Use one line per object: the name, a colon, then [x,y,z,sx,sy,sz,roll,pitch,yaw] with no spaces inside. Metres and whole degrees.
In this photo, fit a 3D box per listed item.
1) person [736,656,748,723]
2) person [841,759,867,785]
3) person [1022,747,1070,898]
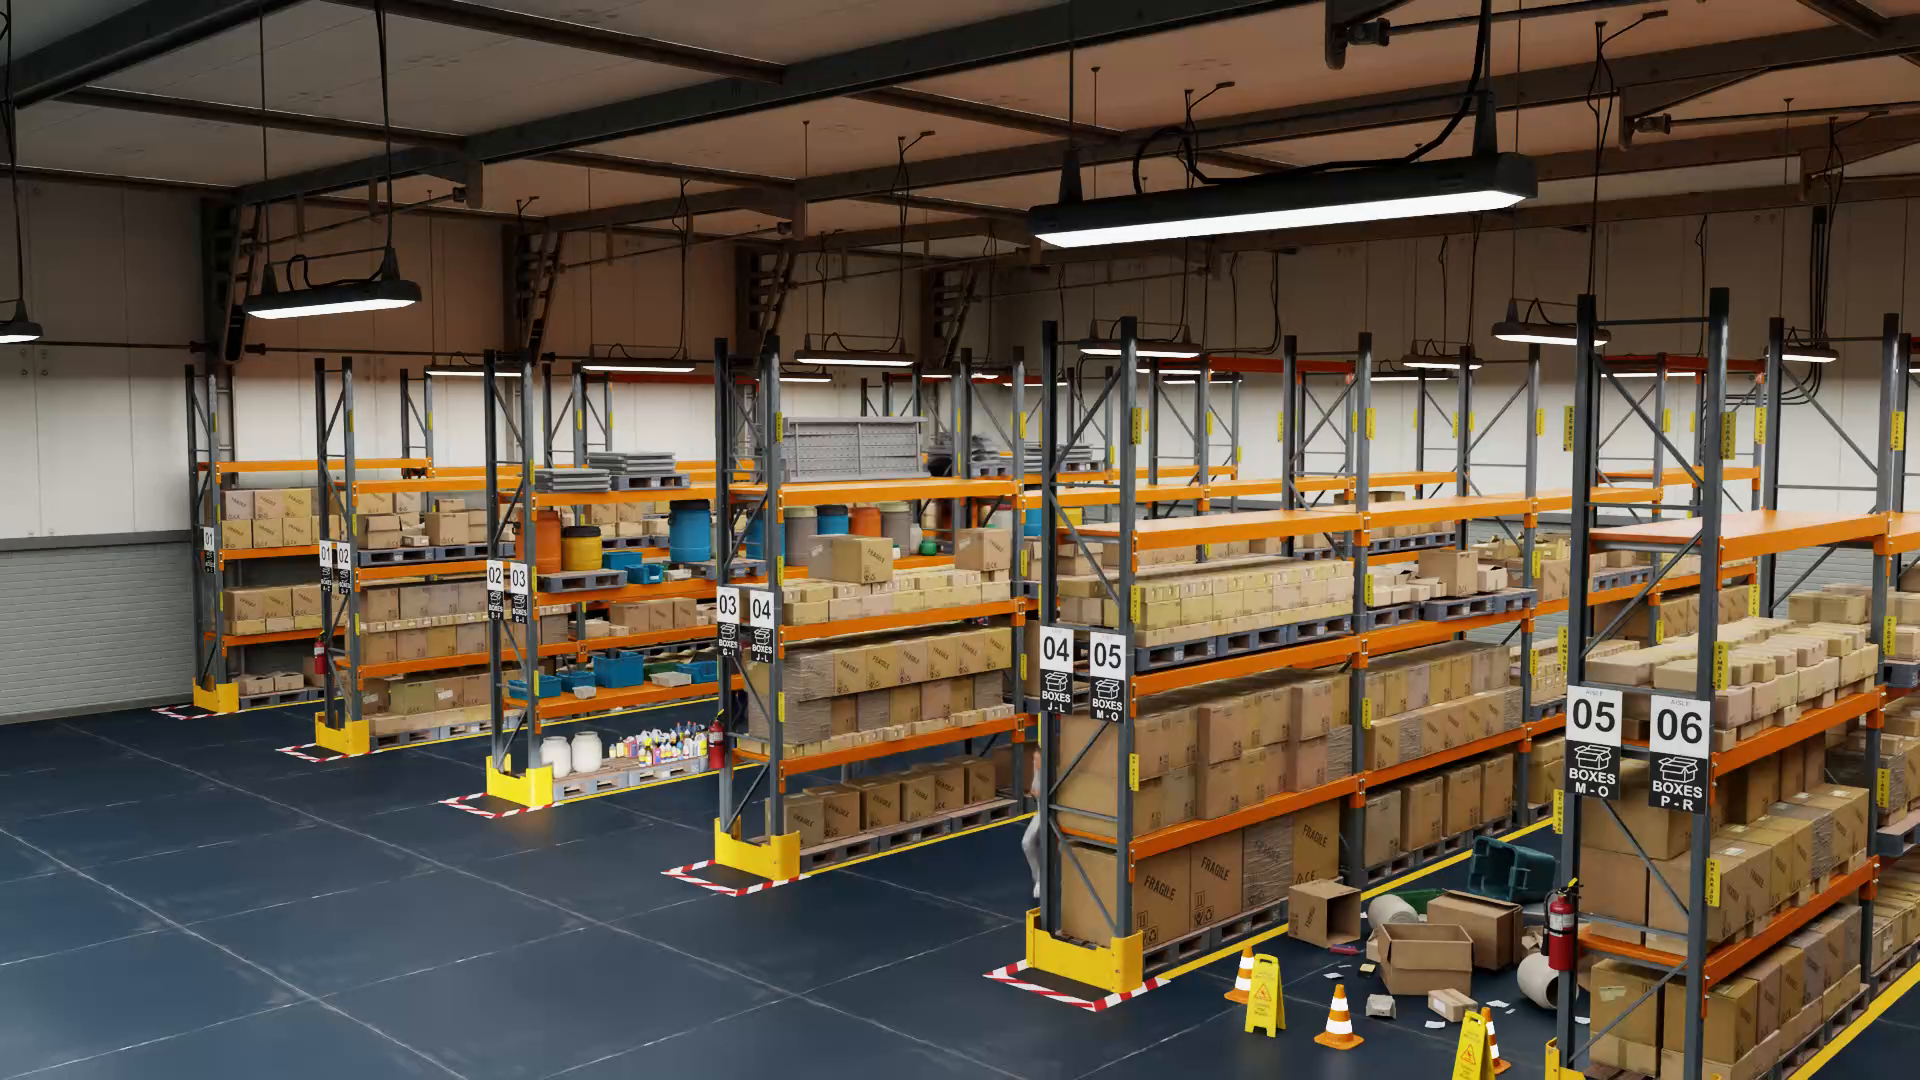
person: [-3.637,2.318,27.769,0.613,1.492,0.942,4,6,42]
person: [-1.526,2.602,22.727,0.695,1.691,0.814,3,6,38]
person: [0.998,2.983,17.767,0.558,1.628,0.894,4,6,39]
